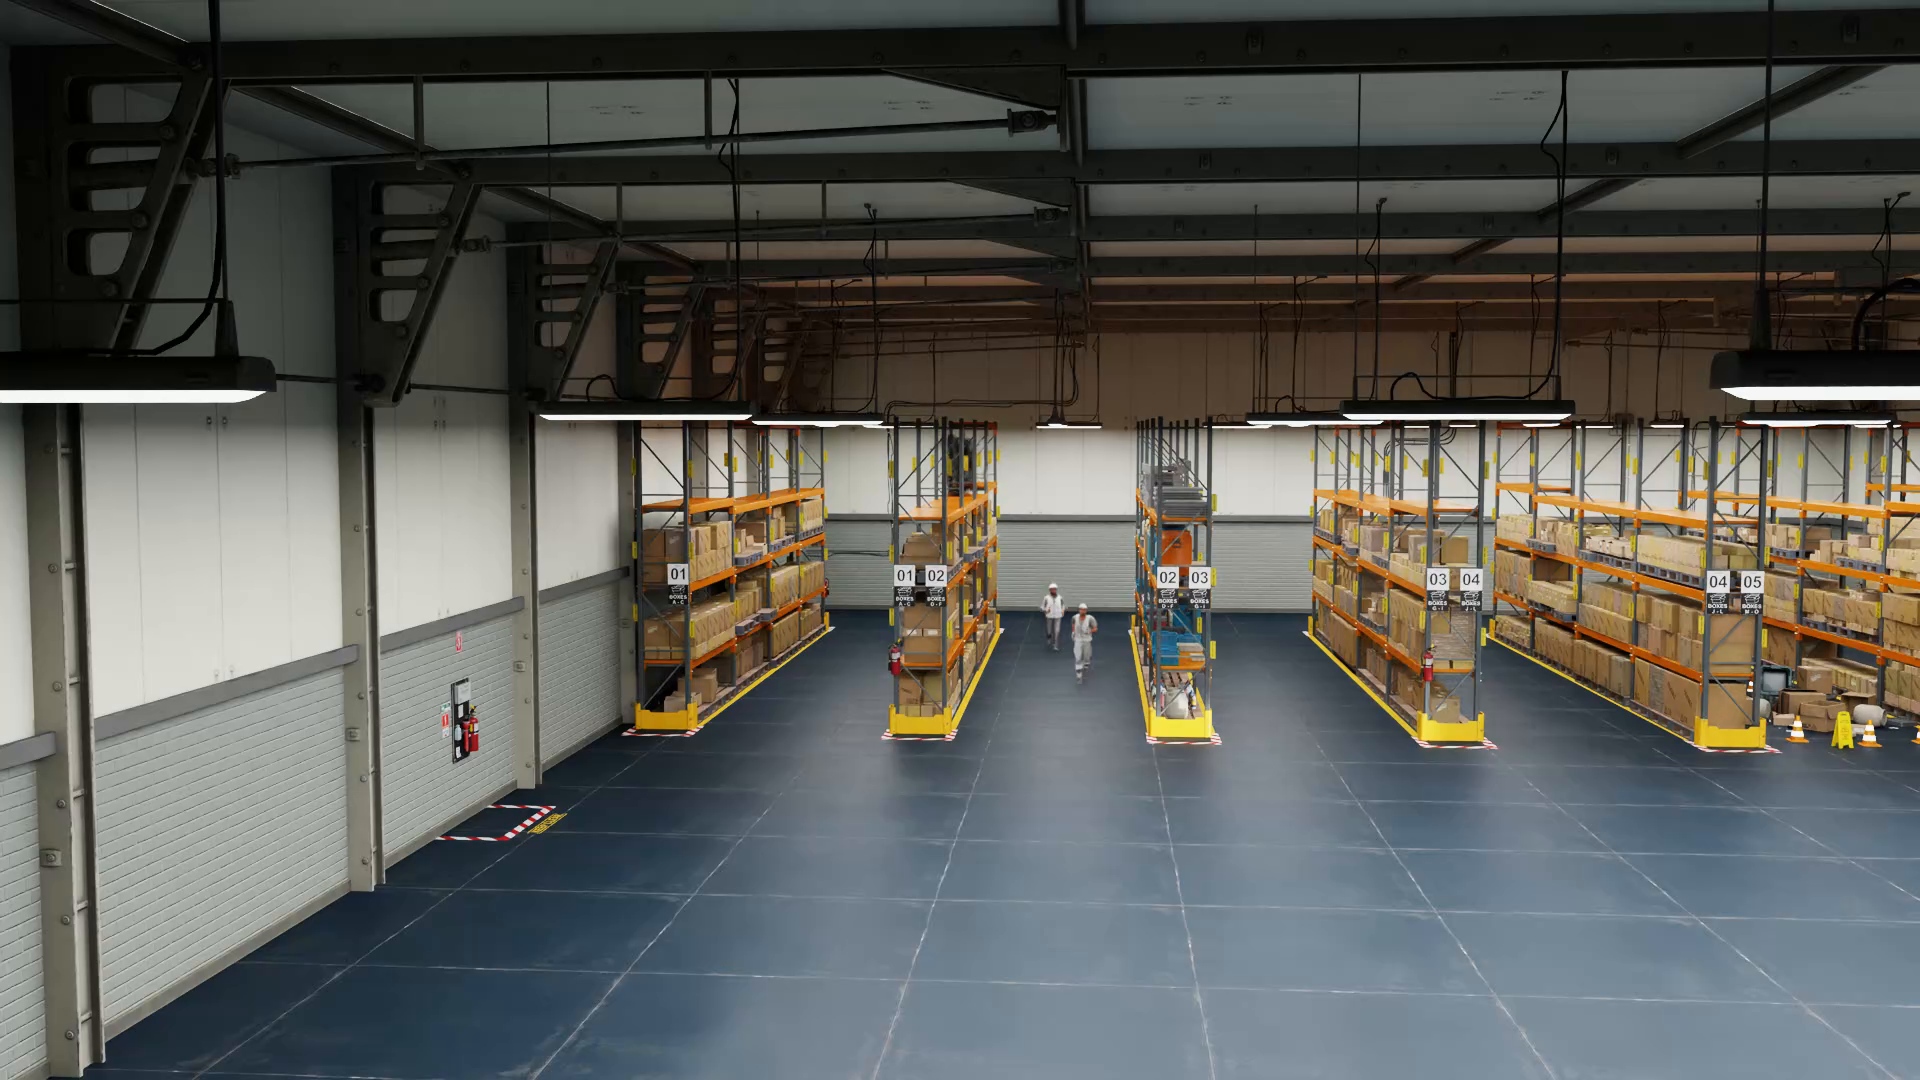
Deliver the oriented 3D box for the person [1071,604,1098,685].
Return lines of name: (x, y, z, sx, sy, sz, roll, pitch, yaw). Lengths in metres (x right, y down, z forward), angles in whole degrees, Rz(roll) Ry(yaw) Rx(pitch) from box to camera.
person: (2.851, 2.363, 38.082, 0.608, 1.840, 1.065, 0, 4, 6)

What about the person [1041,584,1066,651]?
person: (2.459, 2.015, 43.562, 0.669, 1.733, 0.760, 0, 4, -2)

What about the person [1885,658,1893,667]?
person: (21.354, 2.363, 37.895, 0.725, 1.798, 0.950, 0, 4, 6)

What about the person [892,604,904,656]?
person: (-1.435, 2.153, 42.910, 0.611, 1.627, 0.985, 1, 4, 12)
